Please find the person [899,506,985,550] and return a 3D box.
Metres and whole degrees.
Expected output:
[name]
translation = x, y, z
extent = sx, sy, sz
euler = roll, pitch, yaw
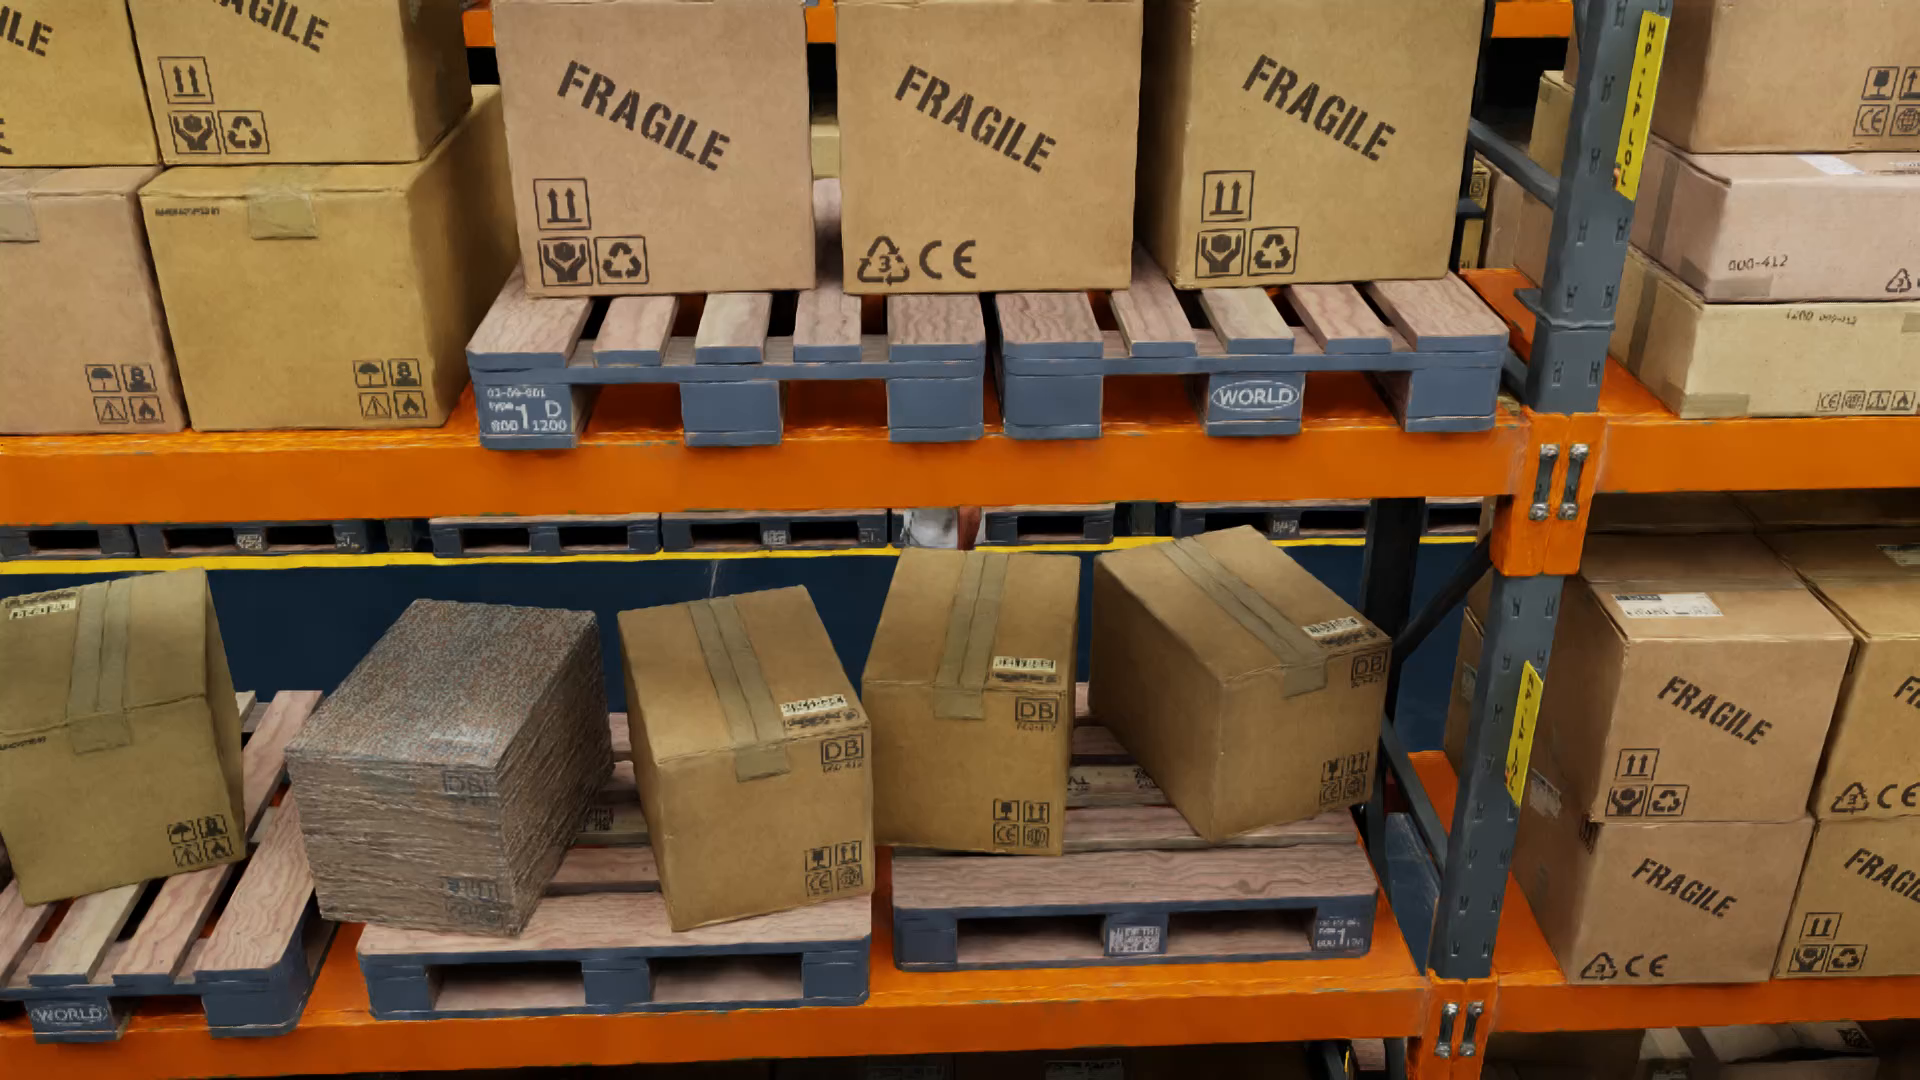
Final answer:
[person]
translation = -0.073, -0.012, 7.072
extent = 0.360, 1.789, 0.601
euler = -11, 29, -21
